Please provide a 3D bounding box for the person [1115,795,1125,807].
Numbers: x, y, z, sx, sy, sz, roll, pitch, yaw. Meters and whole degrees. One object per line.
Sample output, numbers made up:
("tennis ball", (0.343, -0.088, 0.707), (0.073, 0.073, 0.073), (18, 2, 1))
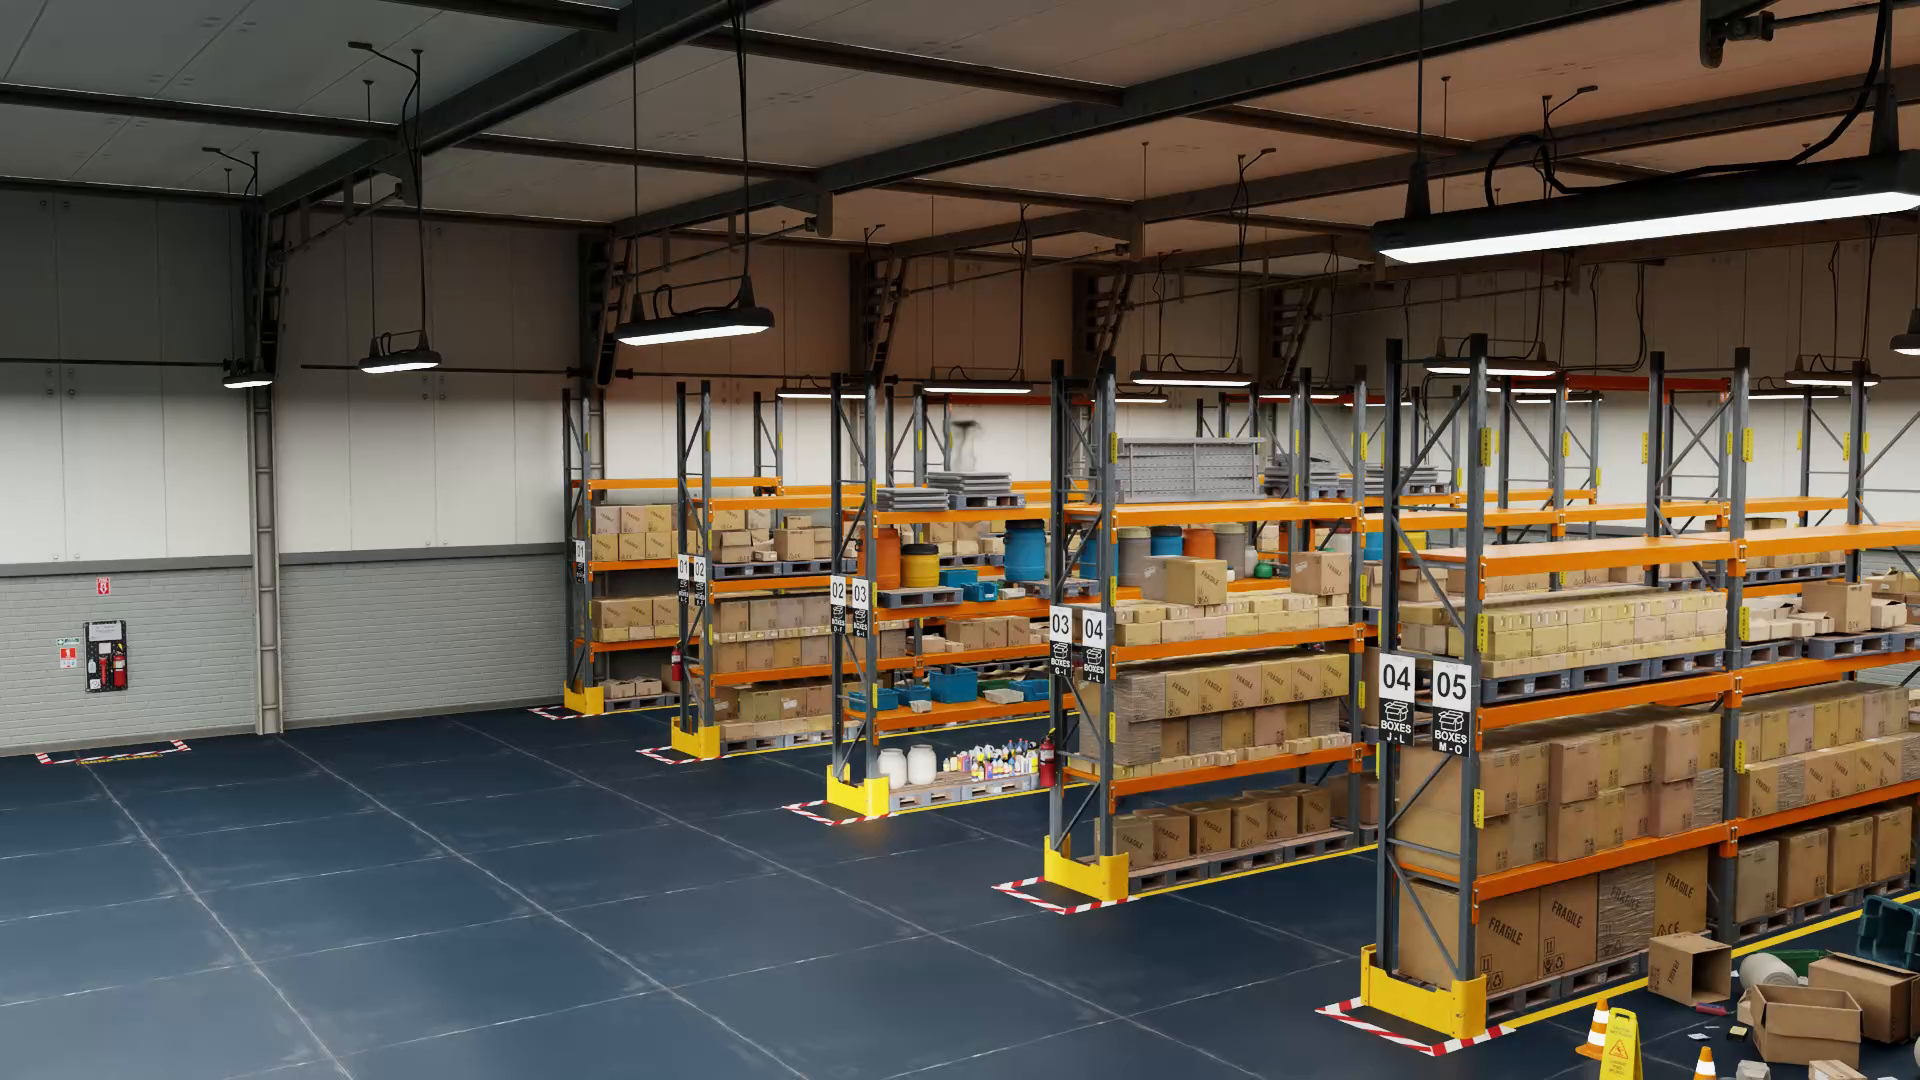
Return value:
("person", (2.360, 2.904, 23.348), (0.590, 1.611, 0.956), (2, 4, 29))
